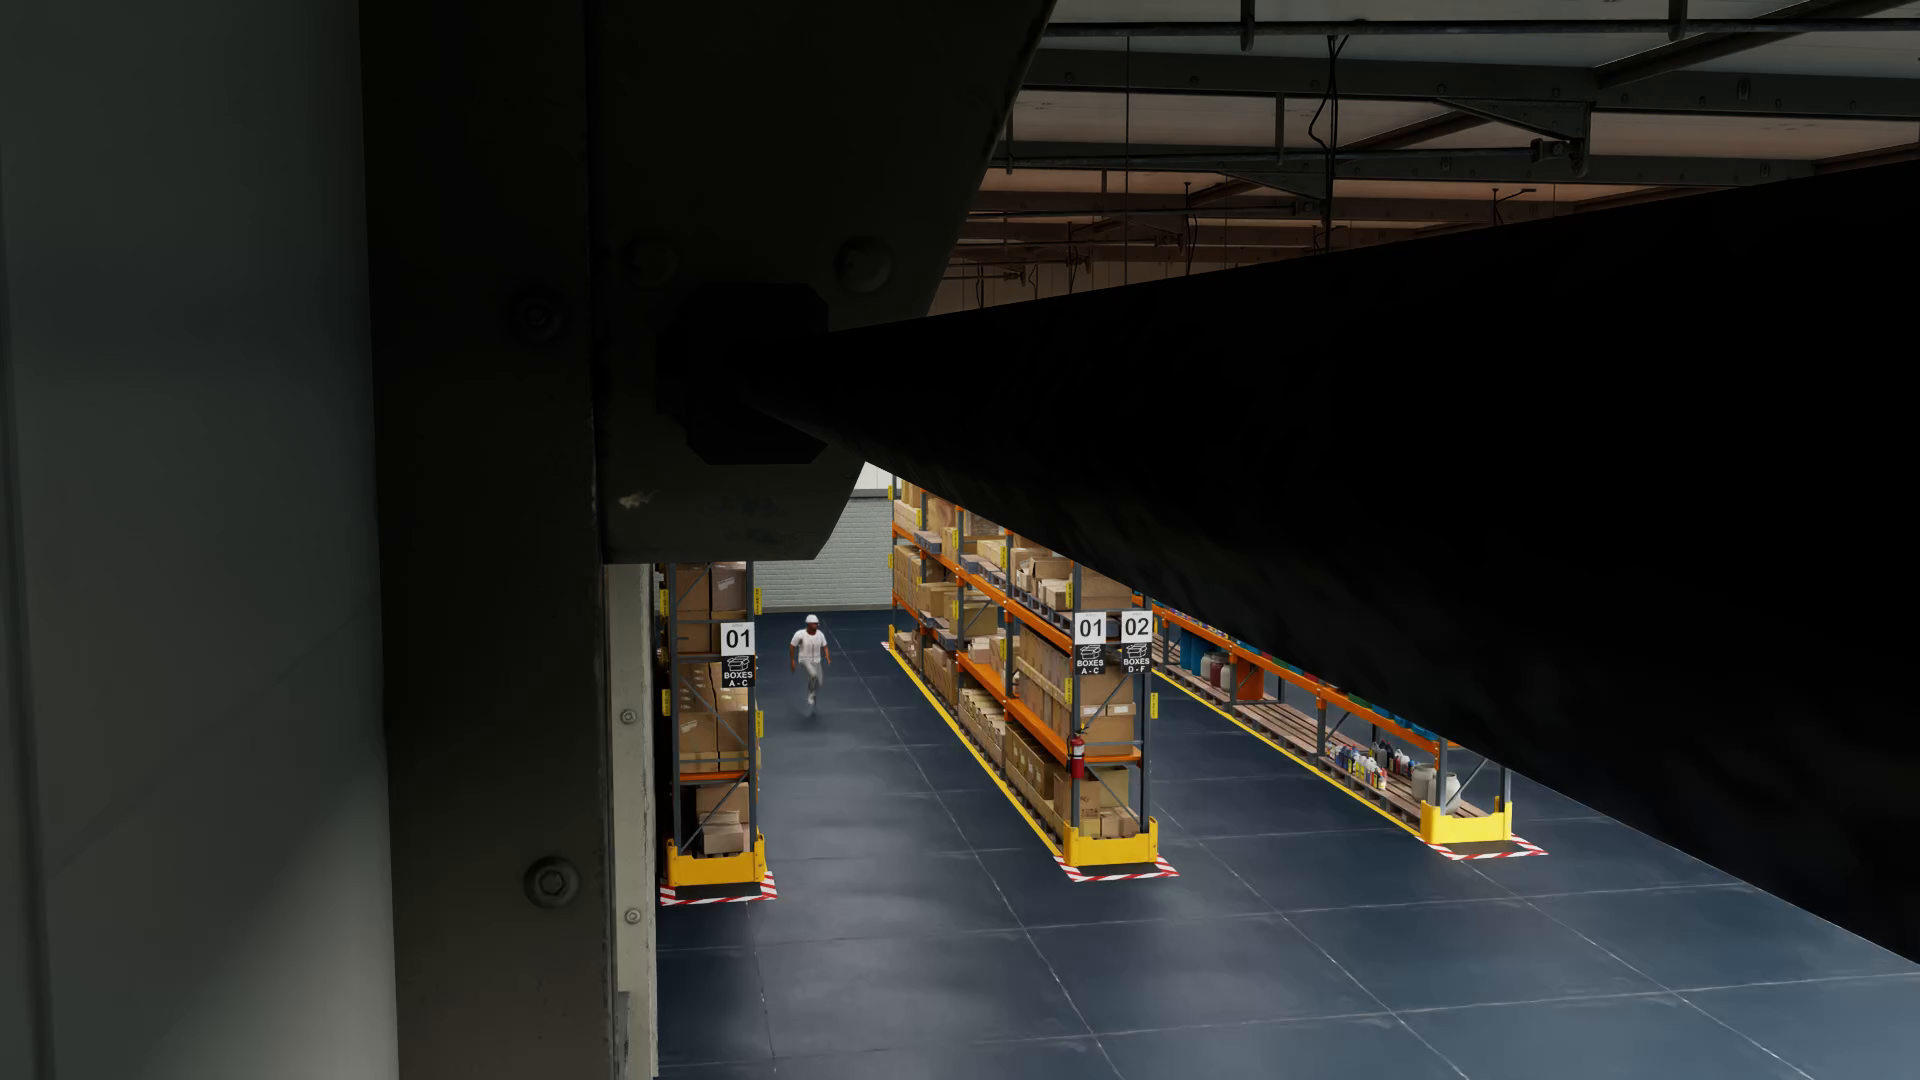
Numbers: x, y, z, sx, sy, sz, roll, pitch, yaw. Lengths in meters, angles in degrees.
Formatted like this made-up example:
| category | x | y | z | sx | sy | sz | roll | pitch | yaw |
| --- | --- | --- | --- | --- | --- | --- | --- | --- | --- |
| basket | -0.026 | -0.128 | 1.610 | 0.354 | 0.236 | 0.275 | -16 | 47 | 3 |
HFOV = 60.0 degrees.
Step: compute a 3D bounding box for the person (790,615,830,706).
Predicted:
| category | x | y | z | sx | sy | sz | roll | pitch | yaw |
| --- | --- | --- | --- | --- | --- | --- | --- | --- | --- |
| person | -2.655 | 2.135 | 29.817 | 0.672 | 1.574 | 0.721 | -4 | 7 | -30 |
